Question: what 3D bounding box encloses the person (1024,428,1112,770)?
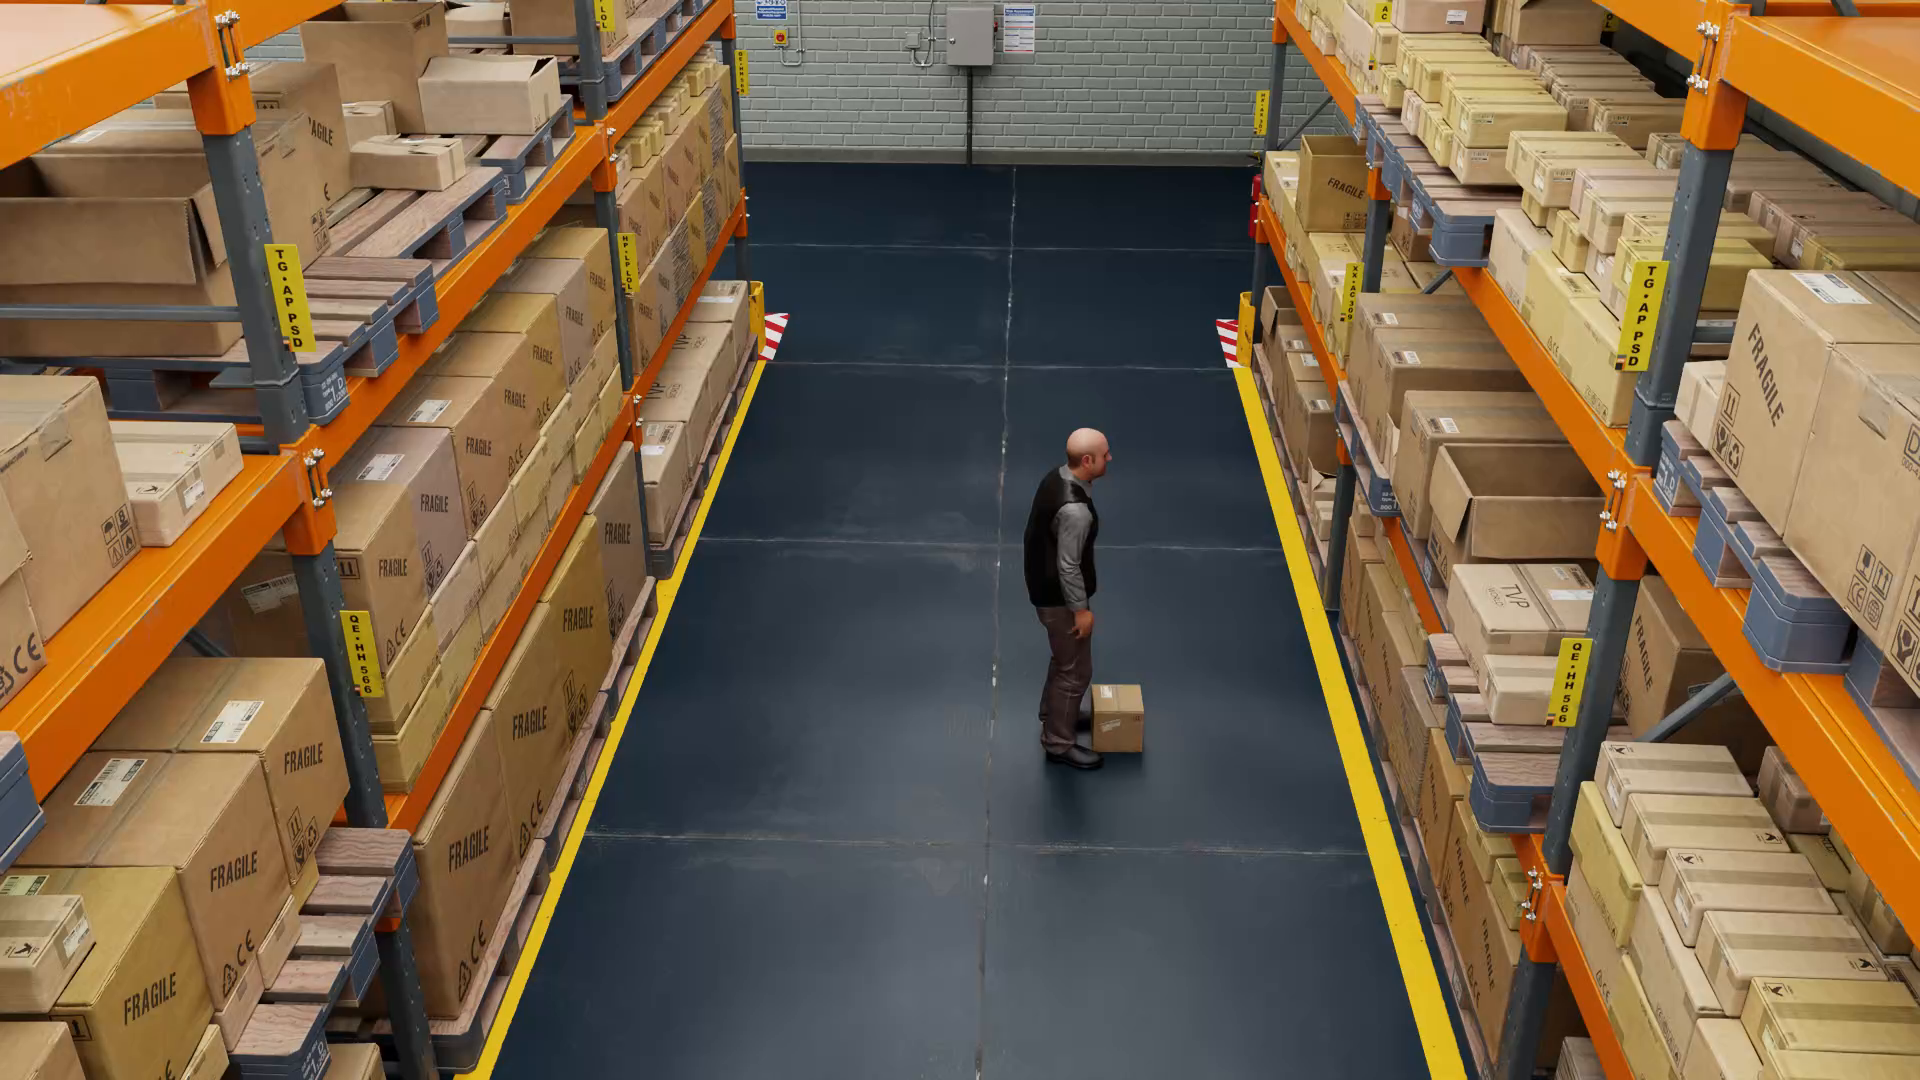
[{"bbox_3d":[0.520,0.255,8.162,0.421,1.721,0.594,-1,28,-1],"label":"person"}]
